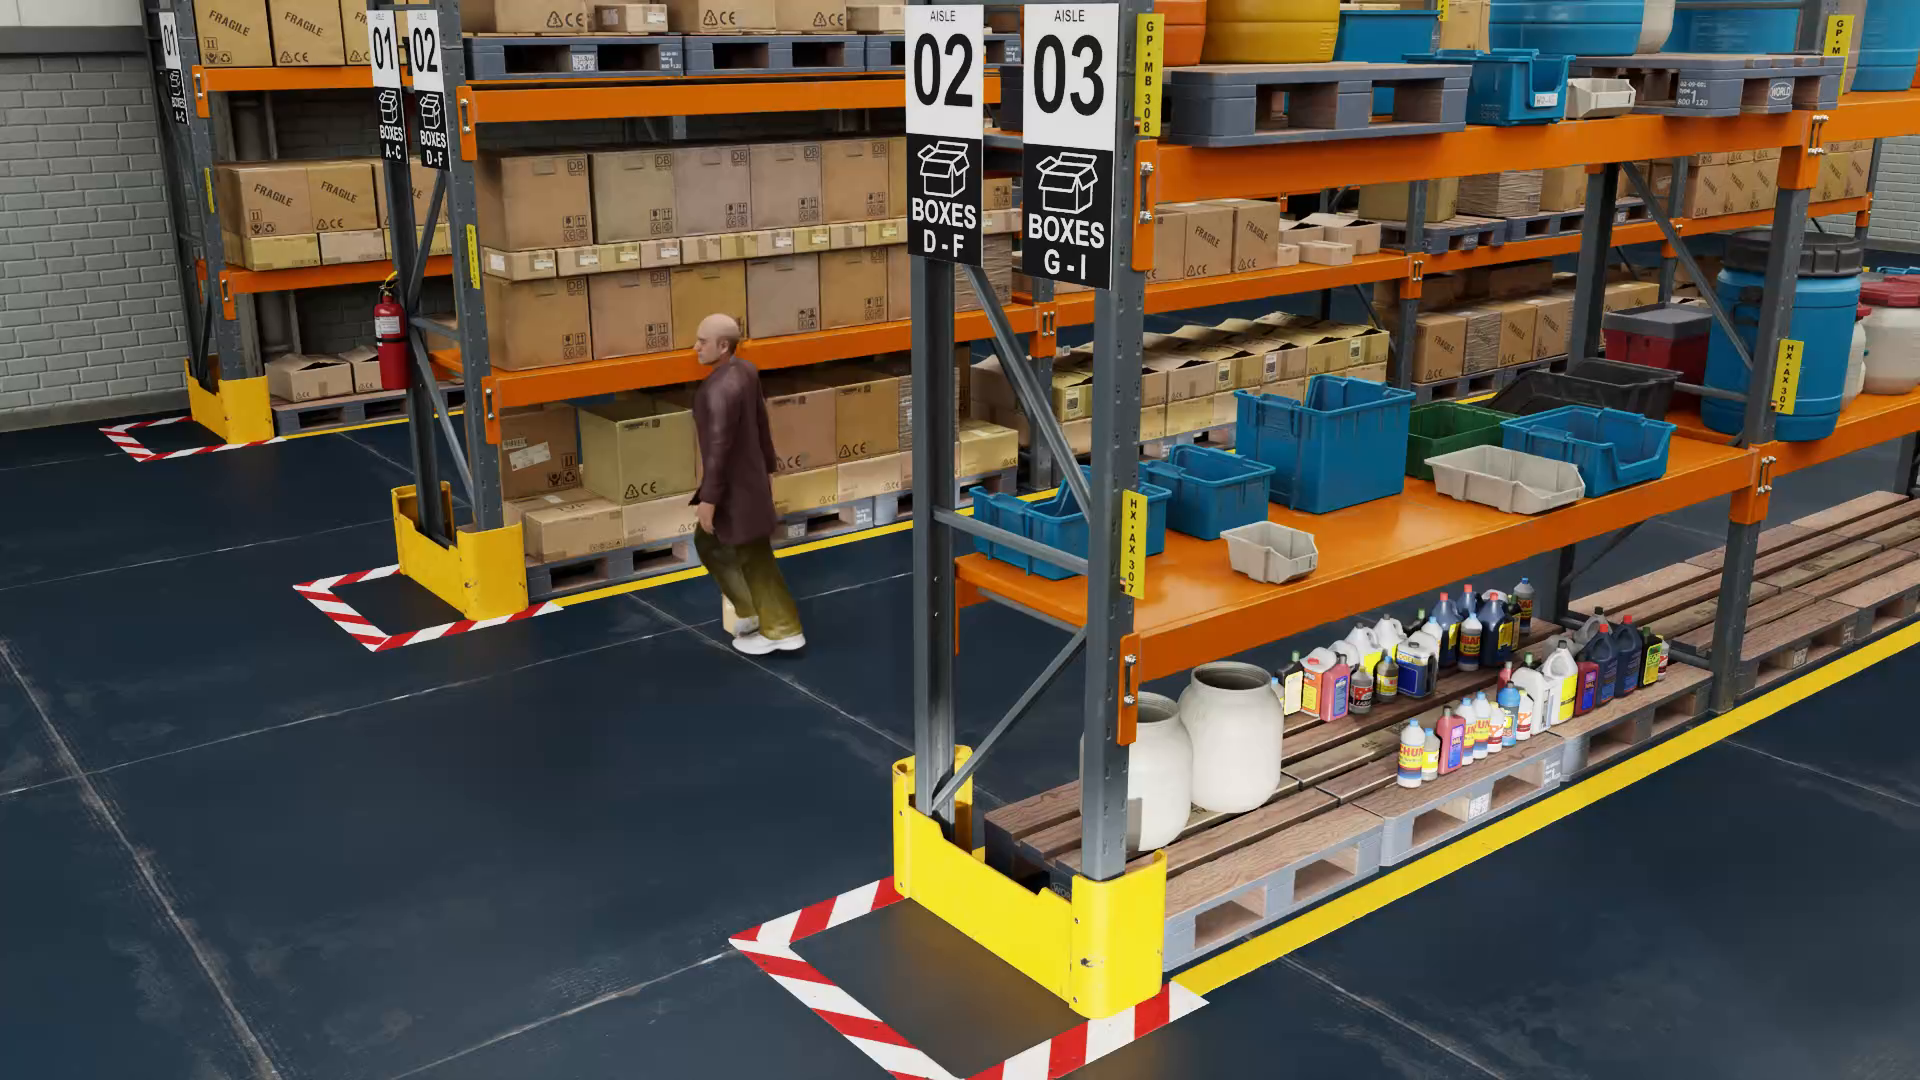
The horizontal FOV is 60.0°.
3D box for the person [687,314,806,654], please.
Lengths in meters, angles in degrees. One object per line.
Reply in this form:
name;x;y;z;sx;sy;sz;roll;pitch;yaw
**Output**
person;-1.094;-0.262;8.325;0.591;1.765;0.654;-1;17;-2
